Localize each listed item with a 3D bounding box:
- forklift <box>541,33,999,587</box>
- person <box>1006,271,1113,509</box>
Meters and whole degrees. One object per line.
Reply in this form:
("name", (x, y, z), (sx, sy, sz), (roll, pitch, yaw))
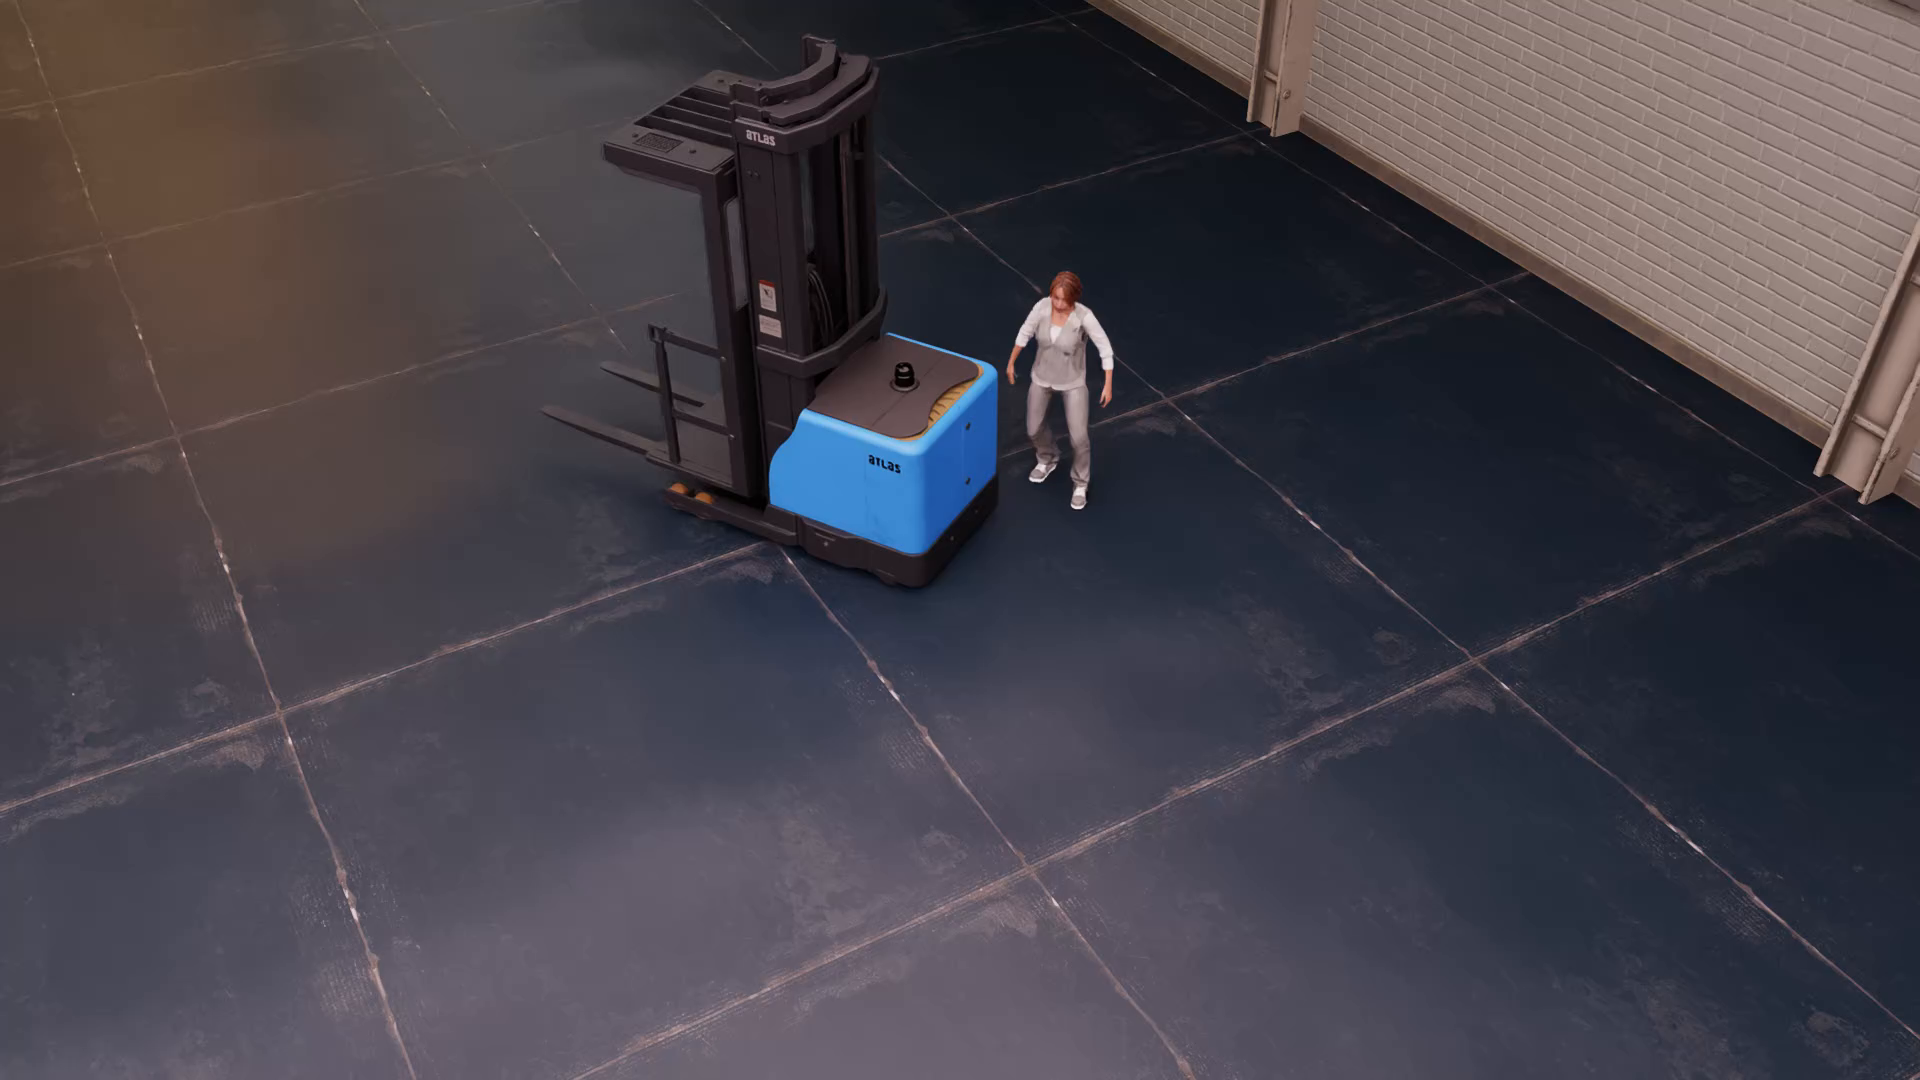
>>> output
("forklift", (-1.298, -1.533, 9.885), (3.031, 2.935, 1.130), (20, 44, 22))
("person", (0.603, -0.957, 10.268), (0.694, 1.553, 0.412), (16, 42, 18))
